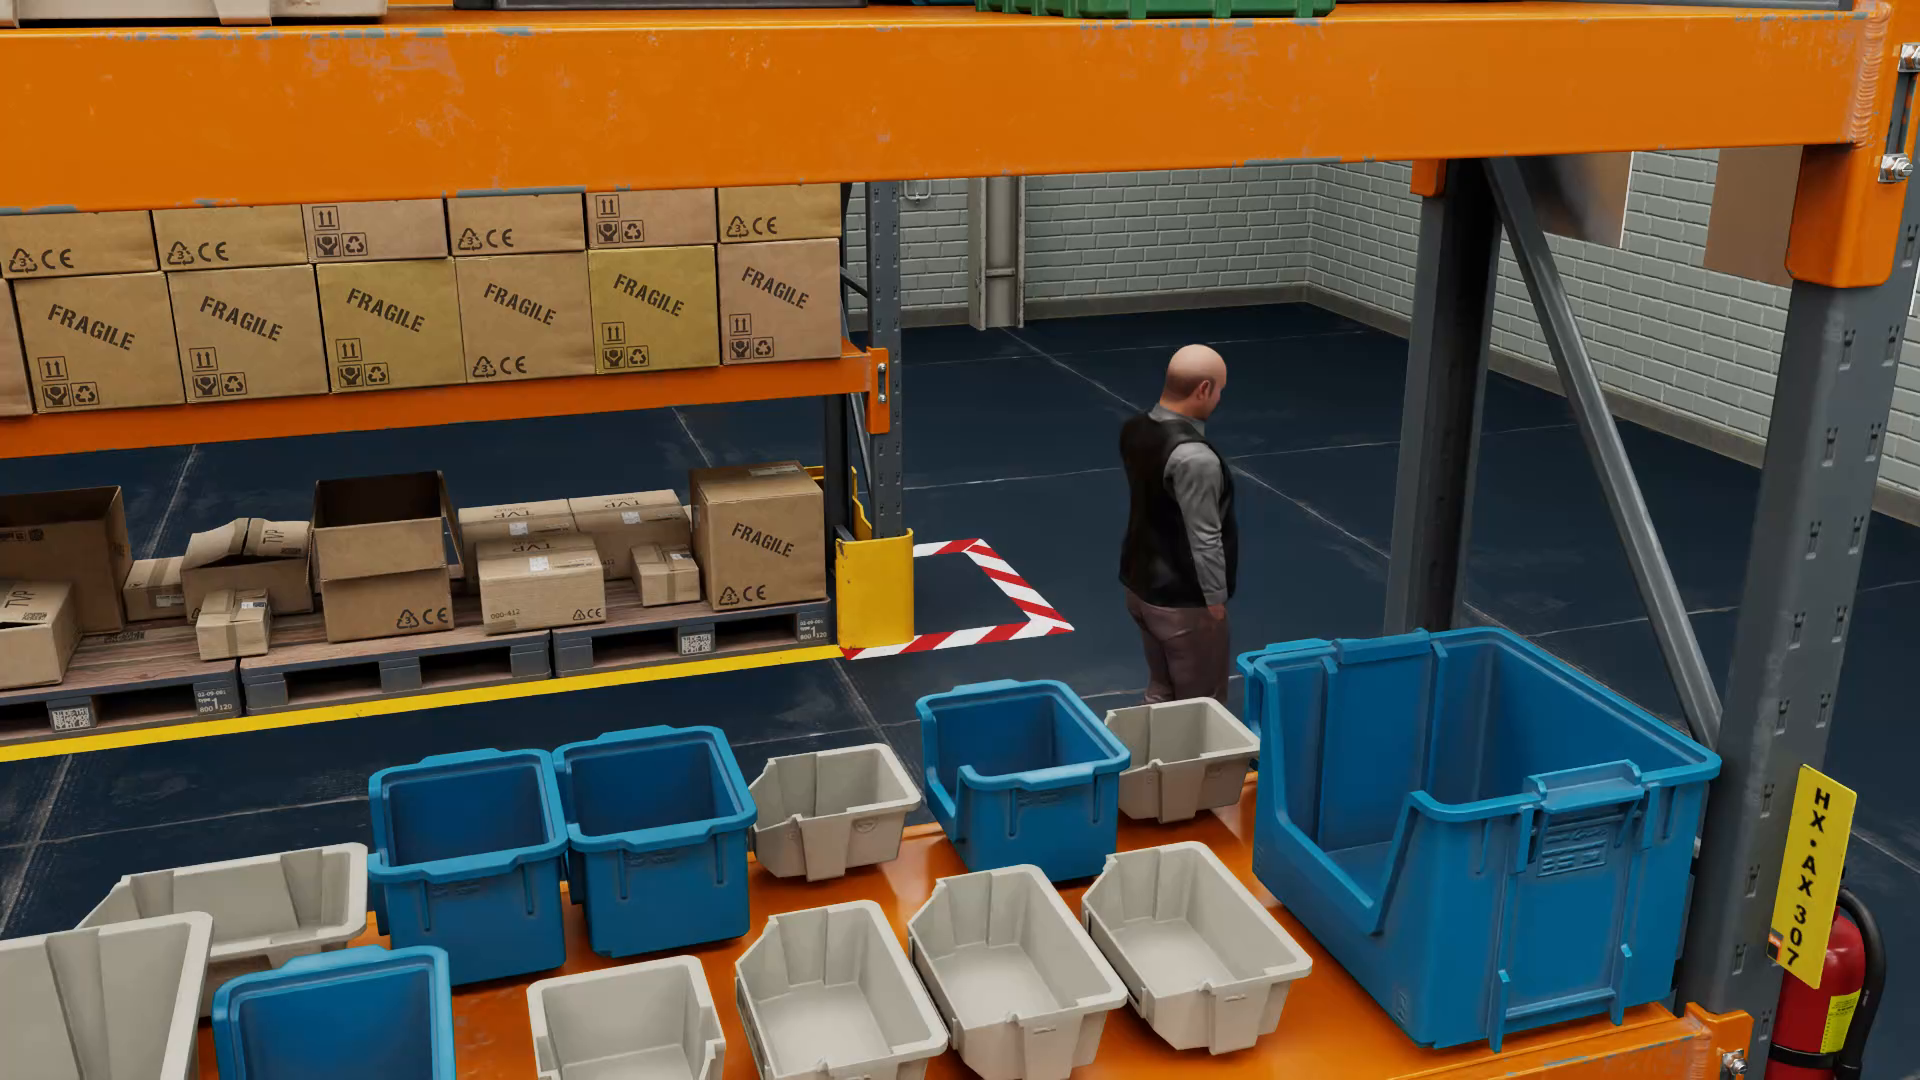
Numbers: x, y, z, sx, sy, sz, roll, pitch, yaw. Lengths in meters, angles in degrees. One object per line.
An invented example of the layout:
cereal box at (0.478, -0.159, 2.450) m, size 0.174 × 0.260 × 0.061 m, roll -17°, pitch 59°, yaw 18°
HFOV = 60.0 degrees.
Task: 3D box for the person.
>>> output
person at (0.729, 0.188, 5.597) m, size 0.361 × 1.713 × 0.538 m, roll -6°, pitch 20°, yaw -16°
